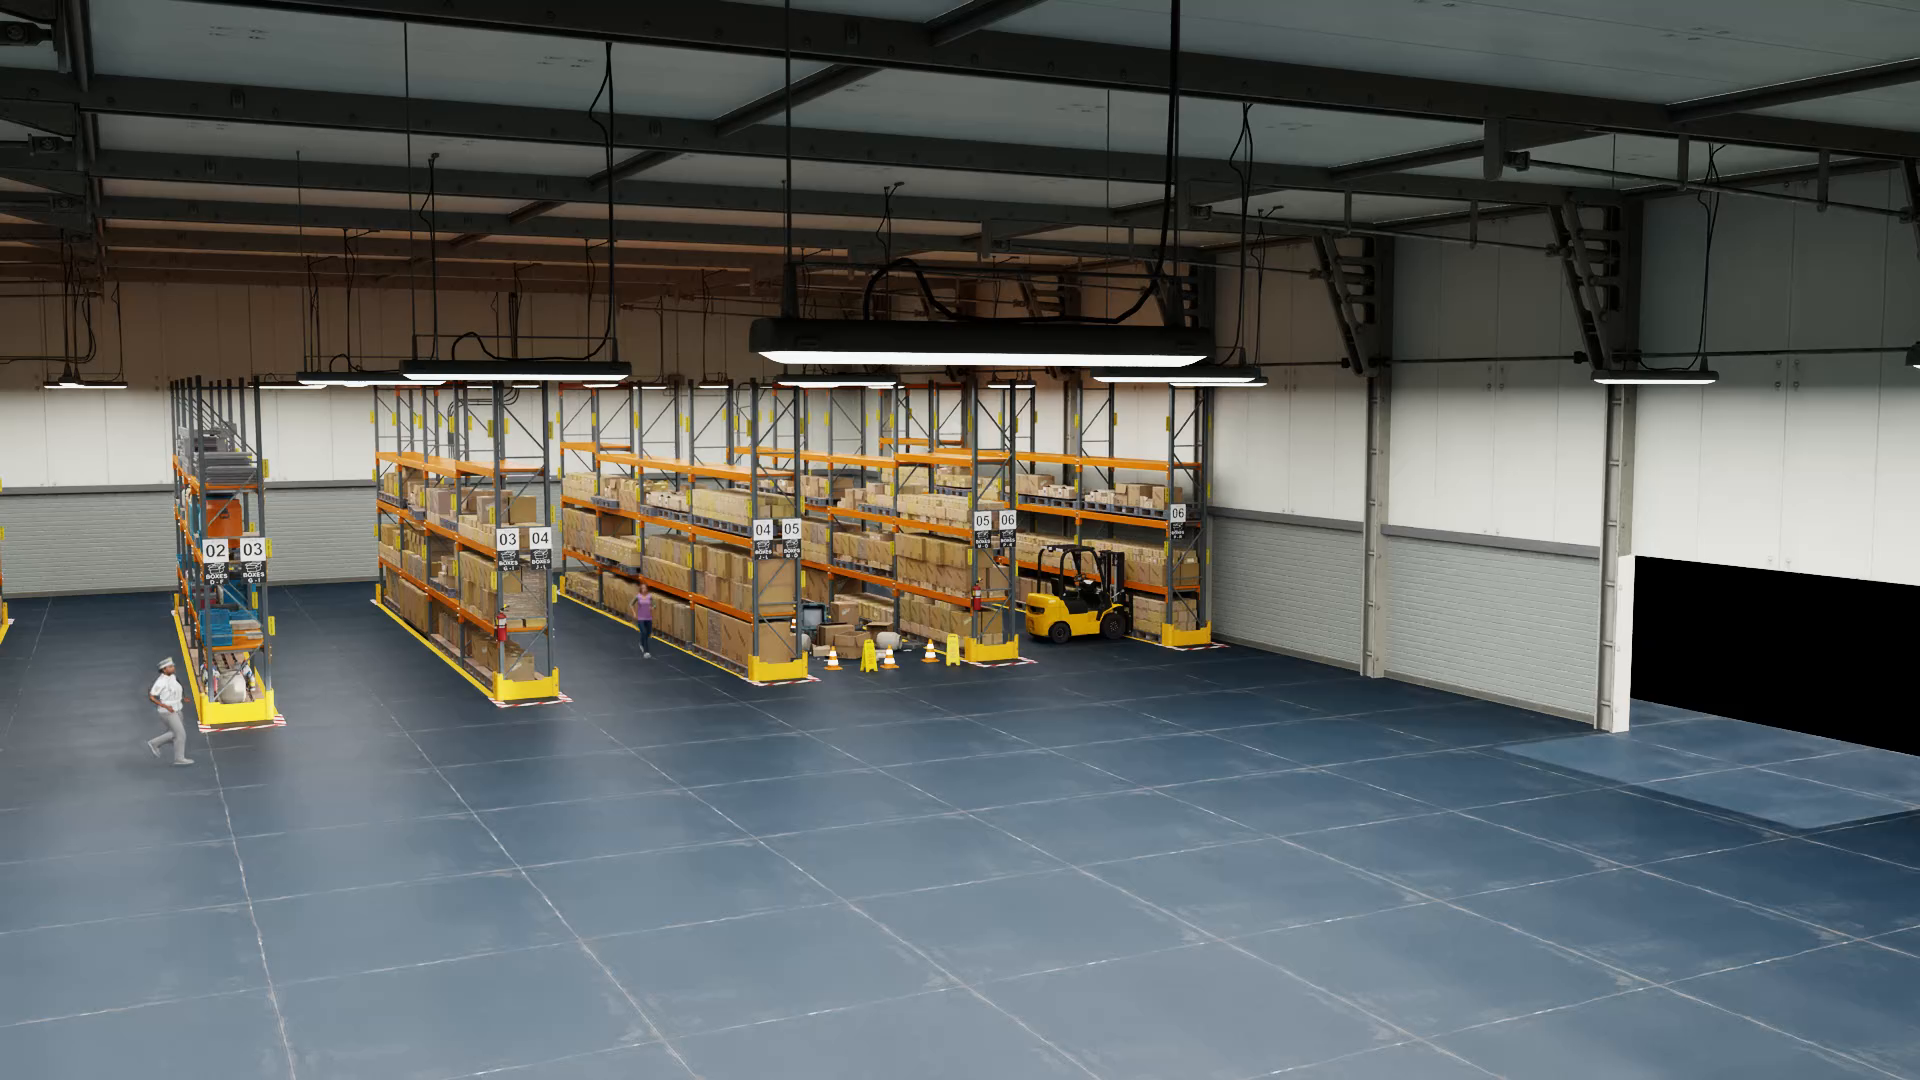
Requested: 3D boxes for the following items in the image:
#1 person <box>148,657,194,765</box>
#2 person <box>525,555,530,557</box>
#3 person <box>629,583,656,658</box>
[{"bbox_3d":[-12.170,2.623,25.535,0.739,1.659,0.584,0,5,1],"label":"person"},{"bbox_3d":[-11.969,0.832,45.673,0.572,1.696,0.624,-1,5,-7],"label":"person"},{"bbox_3d":[-6.828,1.722,35.914,0.542,1.579,0.886,-3,6,-30],"label":"person"}]
